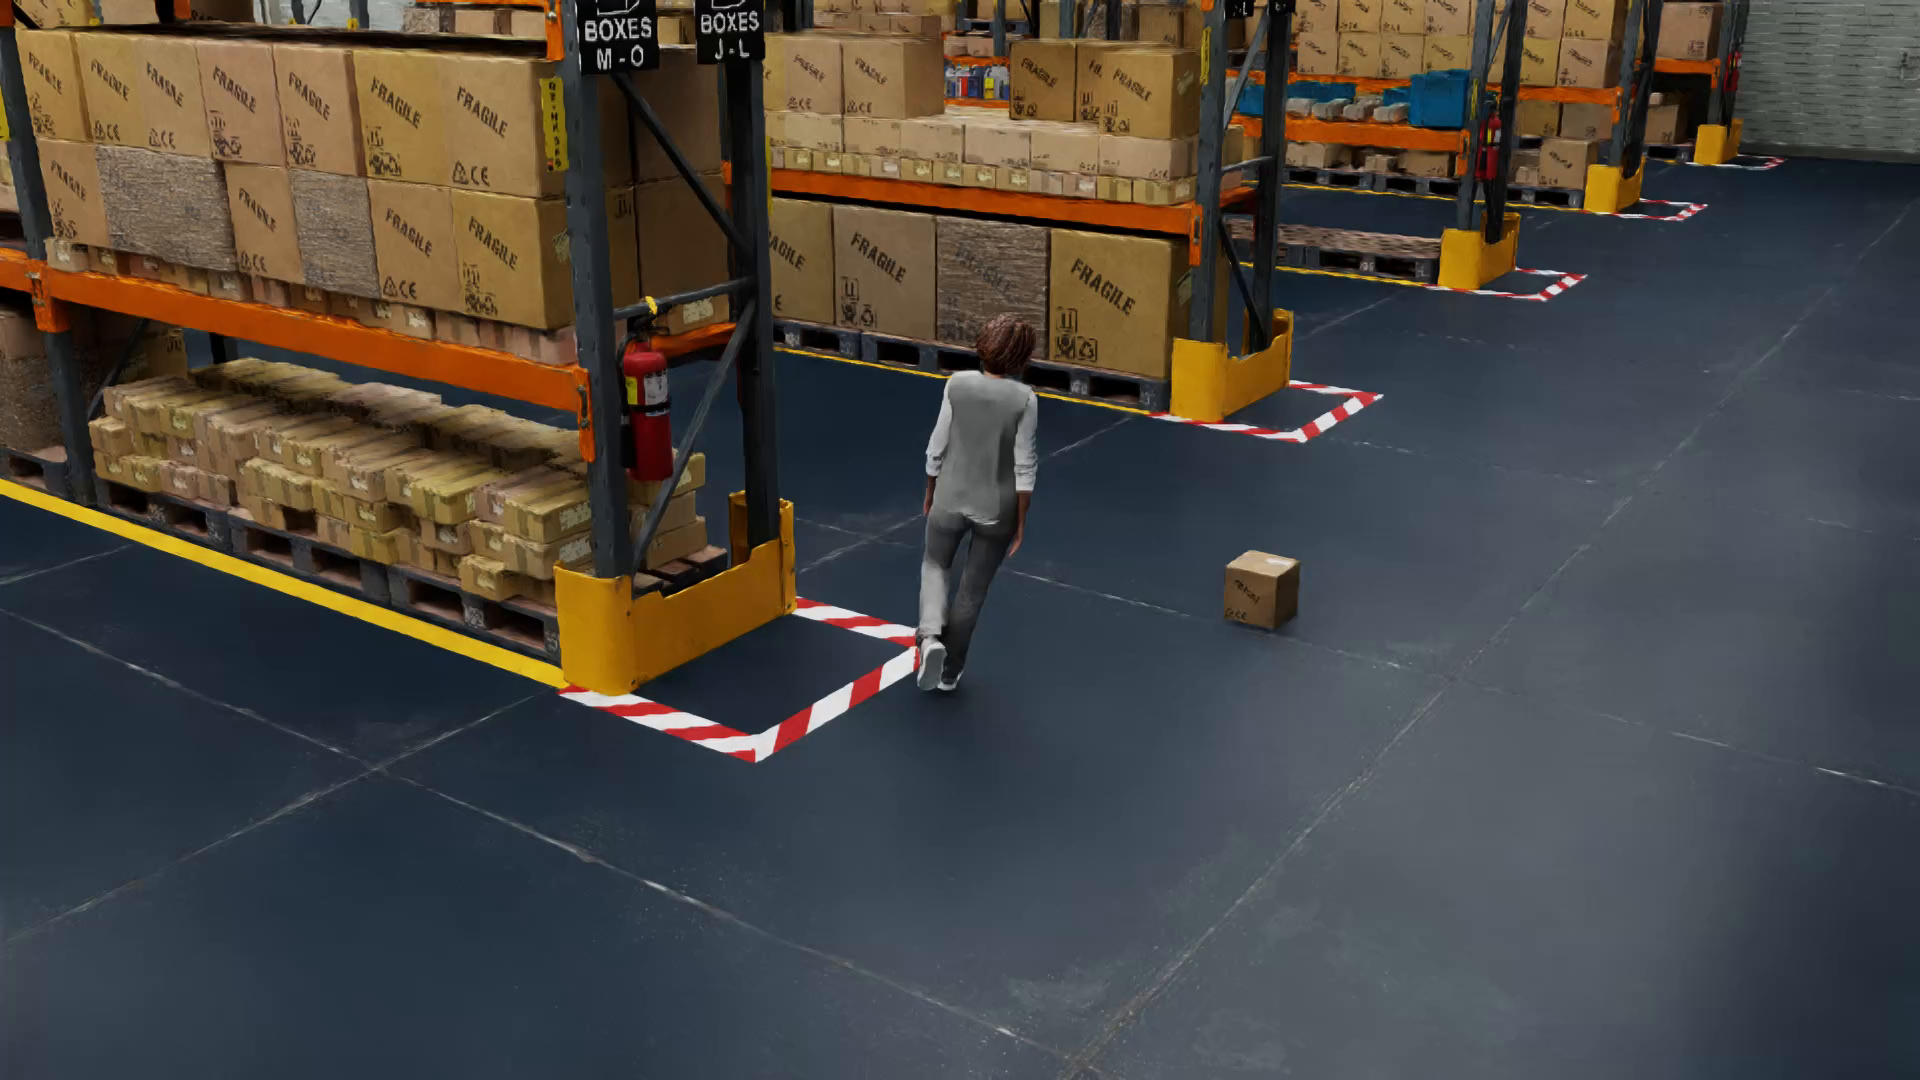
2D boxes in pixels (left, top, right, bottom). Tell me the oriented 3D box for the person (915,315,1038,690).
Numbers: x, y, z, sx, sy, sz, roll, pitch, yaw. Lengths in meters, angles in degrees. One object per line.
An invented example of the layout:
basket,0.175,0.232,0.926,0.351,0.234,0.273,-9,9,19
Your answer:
person,0.061,-0.104,6.409,0.480,1.567,0.560,3,20,9
